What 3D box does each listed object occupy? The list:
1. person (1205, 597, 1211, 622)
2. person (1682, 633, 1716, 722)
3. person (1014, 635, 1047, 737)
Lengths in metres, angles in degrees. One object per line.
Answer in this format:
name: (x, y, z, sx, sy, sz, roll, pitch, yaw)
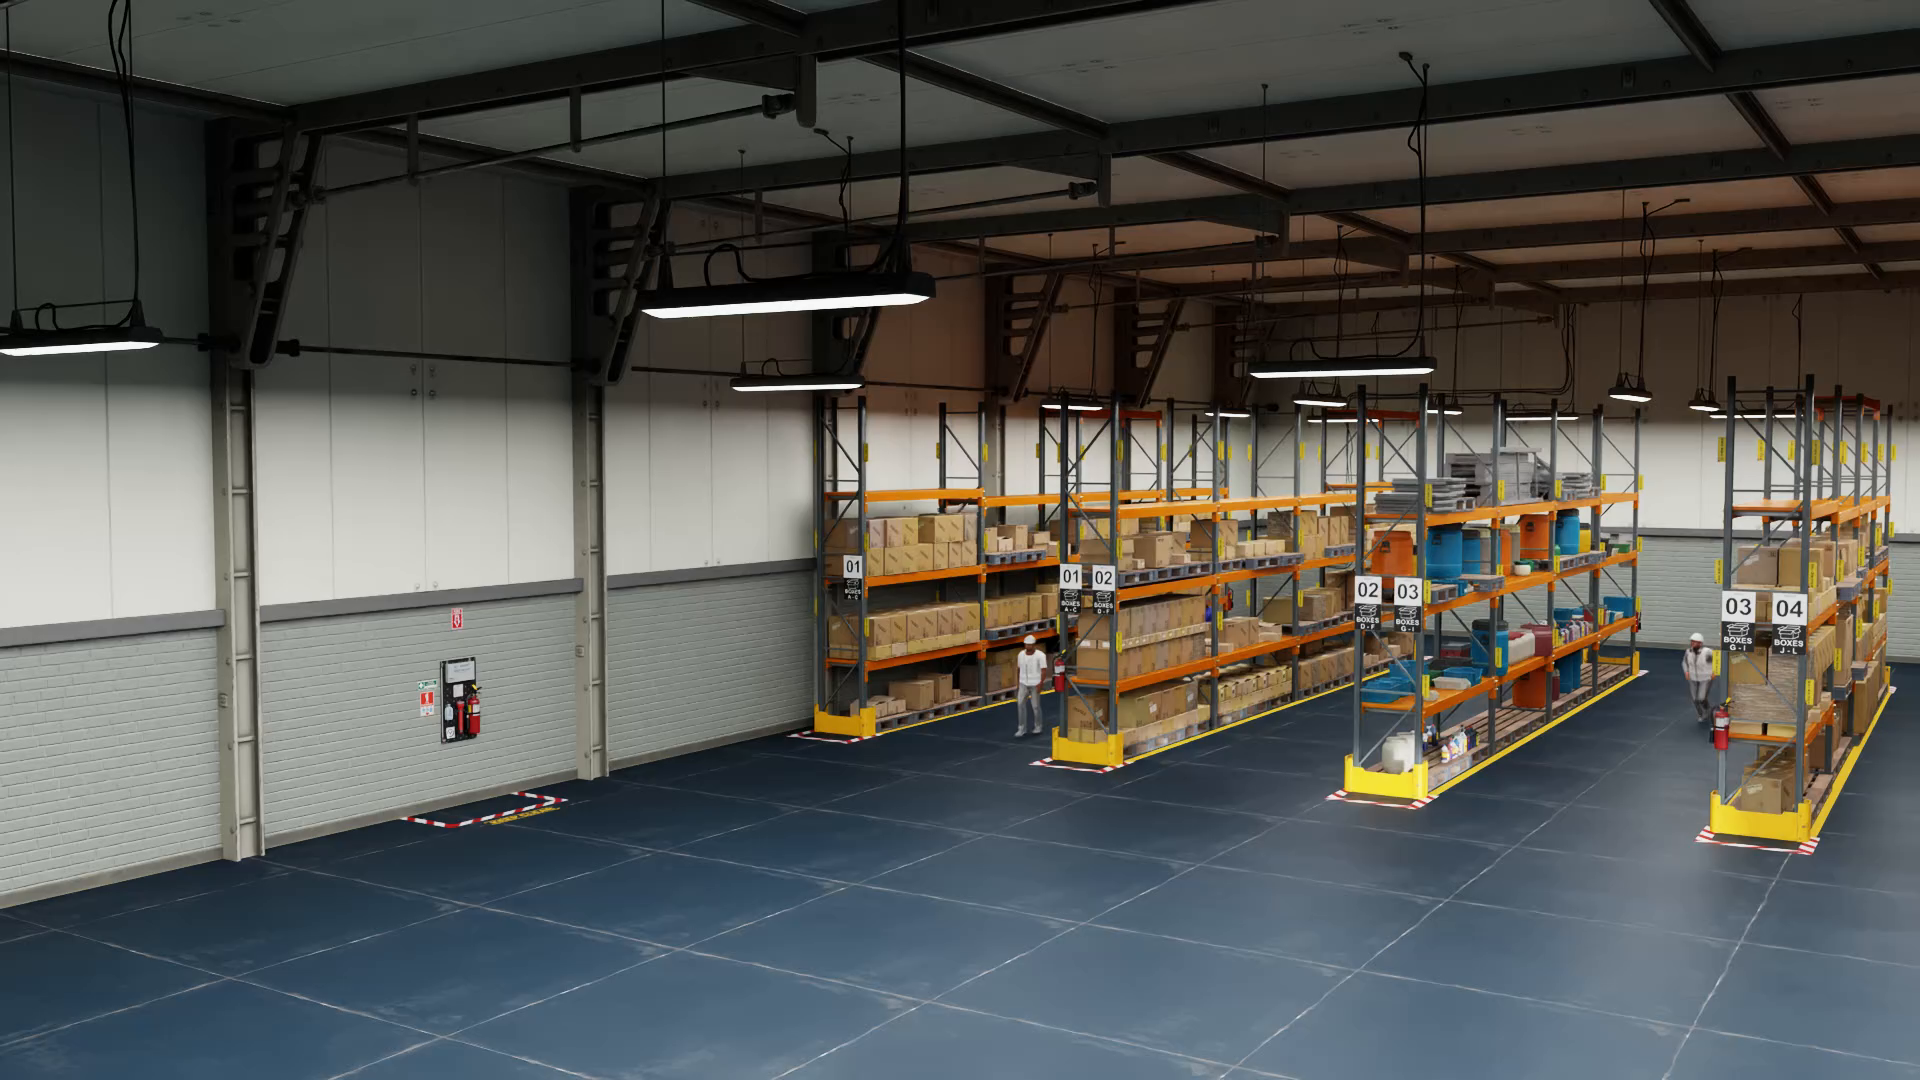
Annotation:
person: (5.754, 2.237, 38.920, 0.447, 1.398, 0.984, 1, 3, 22)
person: (13.724, 2.548, 30.721, 0.709, 1.683, 0.704, 3, 4, 41)
person: (1.235, 2.579, 29.479, 0.627, 1.796, 0.625, 2, 3, 29)
